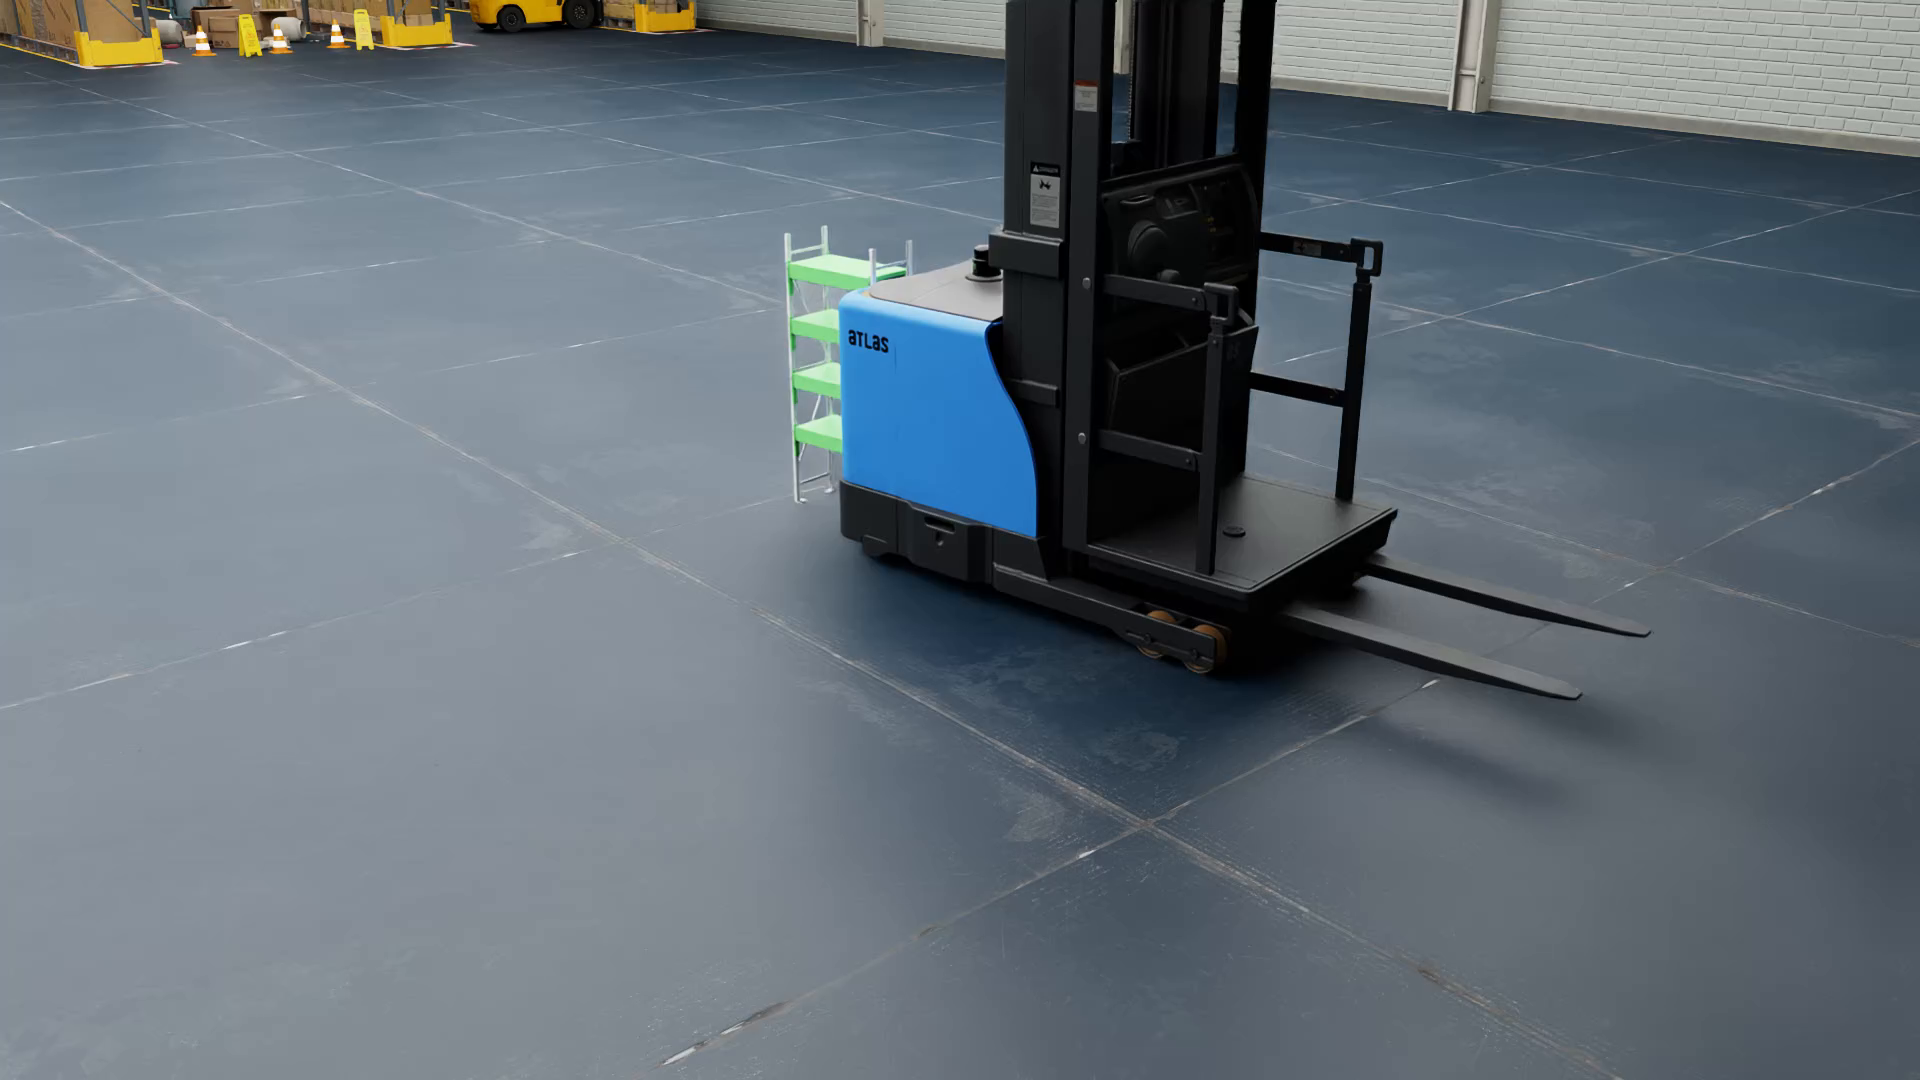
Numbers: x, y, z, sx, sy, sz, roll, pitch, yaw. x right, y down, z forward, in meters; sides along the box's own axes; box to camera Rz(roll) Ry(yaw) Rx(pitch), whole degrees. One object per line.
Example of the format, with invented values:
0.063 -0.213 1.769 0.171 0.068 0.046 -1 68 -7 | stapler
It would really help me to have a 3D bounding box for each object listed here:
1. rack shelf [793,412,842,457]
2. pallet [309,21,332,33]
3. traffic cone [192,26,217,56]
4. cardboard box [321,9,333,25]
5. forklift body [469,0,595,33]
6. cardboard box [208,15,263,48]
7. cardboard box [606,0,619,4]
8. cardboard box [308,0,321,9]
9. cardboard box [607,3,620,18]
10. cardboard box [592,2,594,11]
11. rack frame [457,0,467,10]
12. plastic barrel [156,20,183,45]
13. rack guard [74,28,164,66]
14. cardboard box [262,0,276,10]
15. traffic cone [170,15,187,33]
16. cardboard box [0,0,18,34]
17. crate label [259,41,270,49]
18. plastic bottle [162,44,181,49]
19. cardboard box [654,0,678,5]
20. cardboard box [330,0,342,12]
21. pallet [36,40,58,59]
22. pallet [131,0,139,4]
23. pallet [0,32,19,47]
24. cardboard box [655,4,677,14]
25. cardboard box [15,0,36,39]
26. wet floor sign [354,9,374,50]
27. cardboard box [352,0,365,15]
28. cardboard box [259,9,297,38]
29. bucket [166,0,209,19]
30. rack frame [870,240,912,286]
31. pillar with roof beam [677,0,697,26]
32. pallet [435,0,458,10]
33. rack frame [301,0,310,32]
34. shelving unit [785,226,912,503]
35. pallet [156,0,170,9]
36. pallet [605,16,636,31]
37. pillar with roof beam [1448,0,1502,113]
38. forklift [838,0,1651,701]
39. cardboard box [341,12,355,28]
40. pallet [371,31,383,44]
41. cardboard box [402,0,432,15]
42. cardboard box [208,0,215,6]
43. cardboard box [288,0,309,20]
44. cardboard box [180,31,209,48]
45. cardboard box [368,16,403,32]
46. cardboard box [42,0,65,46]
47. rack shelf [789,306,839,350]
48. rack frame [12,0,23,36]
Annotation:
-0.466 -0.415 7.232 0.480 0.148 0.258 17 27 37 | rack shelf
-11.608 -9.712 31.492 1.003 0.211 1.213 -17 27 -37 | pallet
-12.417 -8.180 27.234 0.336 0.463 0.334 -17 27 -37 | traffic cone
-11.535 -9.731 30.910 0.500 0.250 0.500 -16 26 -34 | cardboard box
-8.324 -10.960 32.017 2.313 2.155 1.214 -17 27 -37 | forklift body
-12.526 -8.803 28.769 0.637 0.503 0.797 3 22 9 | cardboard box
-6.578 -10.615 32.481 0.500 0.250 0.500 -18 28 -38 | cardboard box
-11.892 -10.225 31.143 0.500 0.500 0.500 -16 26 -35 | cardboard box
-6.567 -10.375 32.554 0.500 0.250 0.500 -17 27 -37 | cardboard box
-7.243 -10.653 33.265 0.500 0.250 0.500 -16 27 -36 | cardboard box
-10.926 -13.476 37.276 1.000 3.000 0.127 -17 27 -37 | rack frame
-13.854 -8.834 28.957 0.512 0.421 0.421 0 21 -1 | plastic barrel
-13.130 -7.706 25.973 1.175 0.500 0.348 -17 27 -37 | rack guard
-13.344 -10.694 33.201 0.950 0.372 0.625 -16 27 -36 | cardboard box
-14.890 -9.858 31.518 0.336 0.463 0.334 -17 27 -37 | traffic cone
-16.230 -9.280 29.072 1.050 0.750 0.750 -18 27 -38 | cardboard box
-11.899 -8.406 28.257 0.298 0.136 0.250 7 23 18 | crate label
-13.503 -8.455 28.486 0.133 0.061 0.283 12 24 27 | plastic bottle
-5.853 -10.593 32.425 0.500 0.250 0.500 -17 27 -36 | cardboard box
-11.197 -9.936 30.406 0.500 0.500 0.500 -16 26 -35 | cardboard box
-14.519 -8.117 27.419 1.003 0.211 1.213 -17 27 -37 | pallet
-19.325 -13.002 39.892 1.003 0.211 1.213 -17 27 -37 | pallet
-16.318 -8.878 29.362 1.003 0.211 1.213 -17 27 -37 | pallet
-5.876 -10.363 32.523 0.500 0.250 0.500 -17 27 -37 | cardboard box
-15.399 -8.997 28.180 0.875 0.875 0.875 -17 27 -37 | cardboard box
-10.148 -8.679 28.259 0.267 0.644 0.232 -8 23 -19 | wet floor sign
-10.525 -9.650 29.674 0.500 0.500 0.500 -16 27 -36 | cardboard box
-12.404 -9.405 30.308 0.500 0.500 0.500 0 21 -1 | cardboard box
-13.921 -9.676 29.980 0.726 0.611 0.620 -8 13 -19 | bucket
-0.280 -0.641 6.975 0.015 1.200 0.240 17 27 37 | rack frame
-8.737 -13.441 28.961 9.100 9.000 0.400 -17 27 -37 | pillar with roof beam
-11.385 -12.392 38.335 1.003 0.211 1.213 -17 27 -37 | pallet
-12.073 -11.188 31.435 1.000 3.000 0.127 -17 27 -37 | rack frame
-0.466 -0.698 7.122 0.503 1.200 0.258 17 27 37 | shelving unit
-17.732 -12.328 38.171 1.003 0.211 1.213 -17 27 -37 | pallet
-6.235 -10.168 32.656 1.003 0.211 1.213 -17 27 -37 | pallet
3.013 -8.468 16.264 9.100 9.000 0.400 -17 27 -37 | pillar with roof beam
0.957 -1.116 5.815 3.031 2.935 1.130 17 27 37 | forklift
-10.871 -9.445 30.181 0.500 0.250 0.500 -19 28 -39 | cardboard box
-10.015 -9.038 29.770 1.003 0.211 1.213 -17 27 -37 | pallet
-9.795 -9.642 29.655 0.500 0.500 0.500 -19 28 -39 | cardboard box
-15.651 -11.957 35.737 0.875 0.875 0.875 -17 27 -37 | cardboard box
-12.417 -10.304 32.206 0.950 0.372 0.625 -17 27 -37 | cardboard box
-13.239 -8.672 28.761 0.396 0.266 0.258 -12 25 -28 | cardboard box
-10.209 -9.164 29.462 0.500 0.250 0.500 -18 27 -38 | cardboard box
-14.214 -8.497 26.902 0.875 0.875 0.875 -18 28 -38 | cardboard box
-0.466 -0.862 7.057 0.480 0.148 0.258 17 27 37 | rack shelf
-15.757 -9.981 28.355 1.000 3.000 0.127 -17 27 -37 | rack frame
